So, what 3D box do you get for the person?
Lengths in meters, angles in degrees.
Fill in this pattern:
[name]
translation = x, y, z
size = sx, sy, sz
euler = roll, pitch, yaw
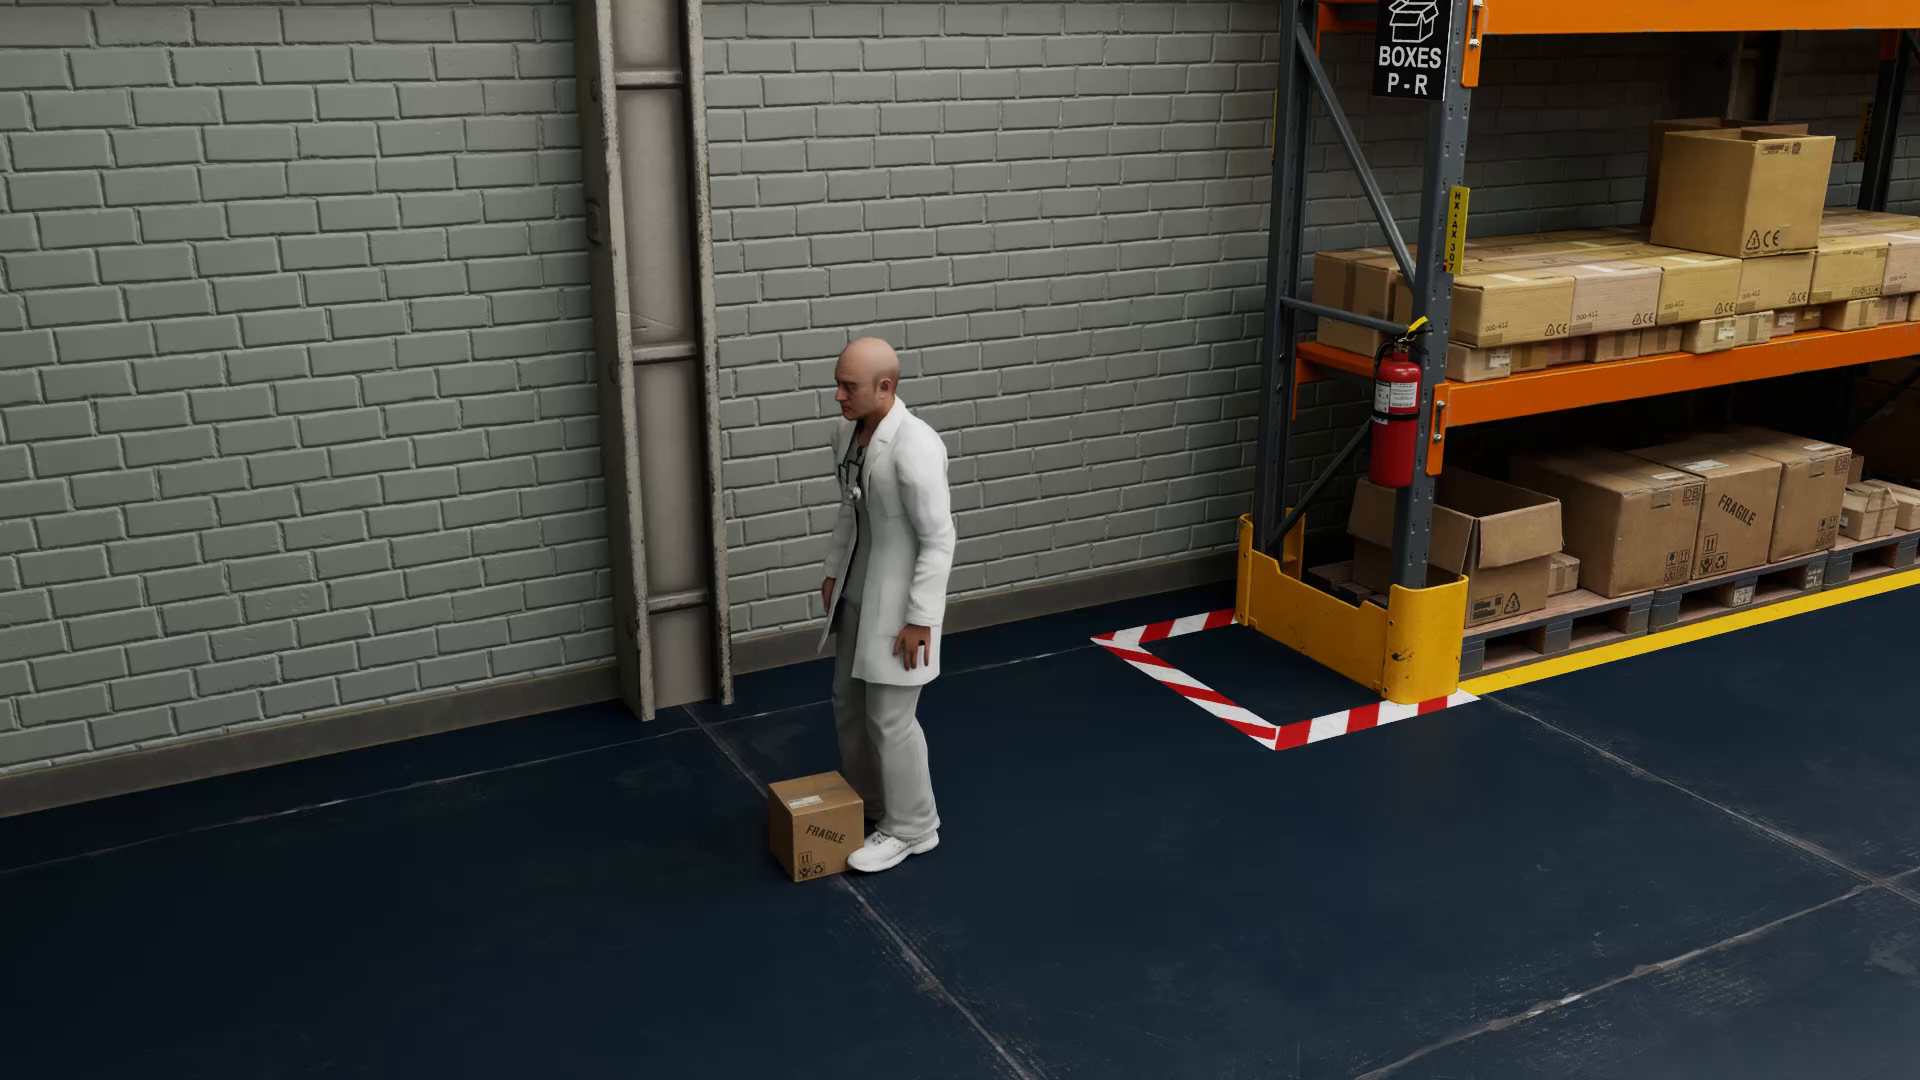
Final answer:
[person]
translation = -0.261, 0.202, 5.466
size = 0.418, 1.775, 0.656
euler = -10, 21, -29
